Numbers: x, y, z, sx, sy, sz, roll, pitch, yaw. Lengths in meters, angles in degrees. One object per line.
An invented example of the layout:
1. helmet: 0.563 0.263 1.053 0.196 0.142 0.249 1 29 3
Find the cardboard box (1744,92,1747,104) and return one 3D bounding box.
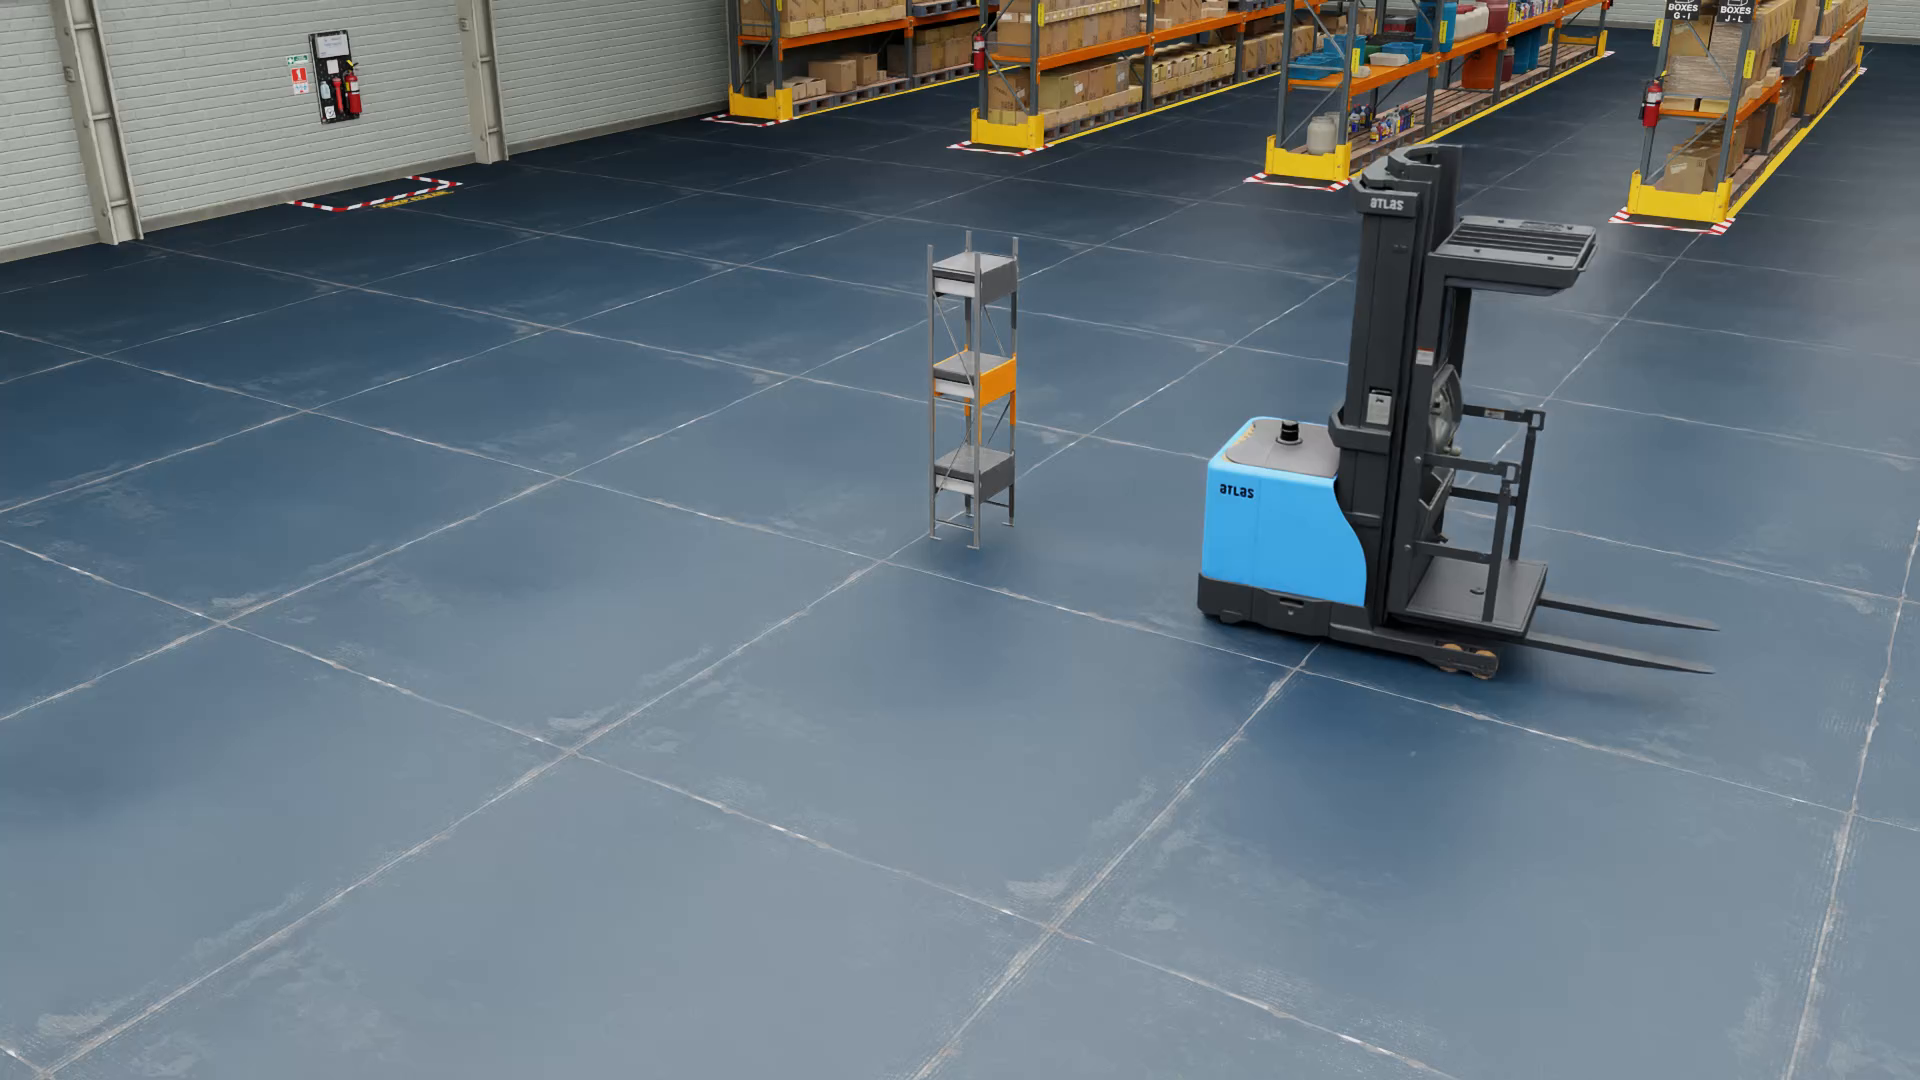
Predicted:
1. cardboard box: 9.927 -5.707 21.475 0.380 0.149 0.250 14 27 29

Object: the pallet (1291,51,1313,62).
1. pallet: 6.686 -10.091 34.795 1.003 0.211 1.213 14 27 29

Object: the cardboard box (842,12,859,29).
1. cardboard box: -2.126 -9.198 29.385 0.500 0.250 0.500 14 27 29

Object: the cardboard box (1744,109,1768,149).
1. cardboard box: 11.620 -6.134 24.736 0.700 0.500 0.500 12 26 25

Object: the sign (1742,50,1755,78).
1. sign: 9.629 -5.810 20.305 0.100 0.325 0.005 14 27 29

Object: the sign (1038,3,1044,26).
1. sign: 1.222 -7.919 25.077 0.100 0.325 0.005 14 27 29

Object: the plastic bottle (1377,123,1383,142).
1. plastic bottle: 6.316 -6.139 25.020 0.061 0.283 0.133 14 27 30

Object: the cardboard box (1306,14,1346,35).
1. cardboard box: 8.070 -11.345 36.769 0.797 0.503 0.637 14 27 29

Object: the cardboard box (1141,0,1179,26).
1. cardboard box: 3.560 -9.433 29.638 0.500 0.500 0.500 16 28 33

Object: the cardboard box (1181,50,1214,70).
1. cardboard box: 4.369 -8.917 30.798 0.500 0.311 0.500 14 27 29

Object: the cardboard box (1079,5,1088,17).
1. cardboard box: 1.821 -8.469 26.596 0.380 0.149 0.250 13 27 28

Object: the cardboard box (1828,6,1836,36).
1. cardboard box: 14.412 -8.727 28.008 0.500 0.500 0.500 13 27 28

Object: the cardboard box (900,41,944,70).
1. cardboard box: -0.743 -9.482 32.470 0.700 0.500 0.500 13 27 28

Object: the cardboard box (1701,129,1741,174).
1. cardboard box: 10.476 -5.374 23.007 0.500 0.500 0.500 11 26 24

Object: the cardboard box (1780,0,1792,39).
1. cardboard box: 11.011 -7.139 22.706 0.500 0.500 0.500 14 27 29

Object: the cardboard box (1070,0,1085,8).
1. cardboard box: 1.577 -8.766 26.466 0.700 0.500 0.500 14 27 29

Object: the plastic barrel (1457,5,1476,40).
1. plastic barrel: 8.376 -8.647 27.778 0.433 0.535 0.433 0 23 0

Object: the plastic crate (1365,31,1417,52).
1. plastic crate: 6.686 -7.736 25.922 0.767 0.338 0.504 14 27 29

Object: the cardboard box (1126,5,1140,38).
1. cardboard box: 2.635 -8.848 28.288 0.700 0.500 0.500 13 27 28

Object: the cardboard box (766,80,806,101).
1. cardboard box: -3.015 -7.823 28.876 0.500 0.311 0.500 11 26 23

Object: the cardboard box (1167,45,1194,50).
1. cardboard box: 4.178 -9.197 31.447 0.500 0.311 0.500 13 27 28

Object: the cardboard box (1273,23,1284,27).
1. cardboard box: 6.621 -10.596 35.044 0.500 0.500 0.500 13 26 27

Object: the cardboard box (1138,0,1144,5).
1. cardboard box: 2.902 -9.160 28.192 0.380 0.149 0.250 14 27 29

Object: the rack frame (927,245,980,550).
1. rack frame: -0.041 -0.937 11.272 0.400 2.100 0.015 14 27 29

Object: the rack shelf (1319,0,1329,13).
1. rack shelf: 8.138 -11.998 36.596 1.077 0.370 4.000 14 27 29

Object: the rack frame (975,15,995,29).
1. rack frame: 0.763 -11.340 34.170 1.000 3.000 0.127 14 27 29

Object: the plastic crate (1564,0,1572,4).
1. plastic crate: 11.974 -10.920 33.043 0.402 0.464 0.583 14 27 29

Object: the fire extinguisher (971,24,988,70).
1. fire extinguisher: 0.297 -7.625 25.686 0.296 0.674 0.183 14 27 29

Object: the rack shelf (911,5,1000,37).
1. rack shelf: -0.292 -10.335 32.754 1.077 0.370 4.000 14 27 29

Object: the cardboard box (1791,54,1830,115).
1. cardboard box: 13.769 -7.673 27.843 1.225 0.875 0.875 12 26 27

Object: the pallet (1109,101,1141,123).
1. pallet: 2.408 -7.414 28.611 1.003 0.211 1.213 14 27 29

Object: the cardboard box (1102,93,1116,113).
1. cardboard box: 2.281 -7.344 27.870 0.500 0.250 0.500 14 27 29

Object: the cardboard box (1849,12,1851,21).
1. cardboard box: 16.075 -9.580 30.420 0.380 0.149 0.250 13 27 27

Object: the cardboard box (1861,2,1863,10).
1. cardboard box: 17.162 -10.277 32.030 0.380 0.149 0.250 13 27 28

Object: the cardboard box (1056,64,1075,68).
1. cardboard box: 1.563 -7.631 27.590 0.500 0.500 0.500 14 27 29

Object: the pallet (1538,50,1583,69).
1. pallet: 12.287 -10.004 34.594 1.003 0.211 1.213 14 27 29

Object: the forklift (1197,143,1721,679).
1. forklift: 3.065 -0.763 9.824 3.031 2.935 1.130 11 26 23

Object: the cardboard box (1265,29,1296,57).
1. cardboard box: 6.534 -10.148 34.007 0.500 0.500 0.500 14 27 30

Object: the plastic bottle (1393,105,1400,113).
1. plastic bottle: 6.852 -6.653 26.123 0.144 0.351 0.185 14 27 29

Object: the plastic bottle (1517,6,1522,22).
1. plastic bottle: 10.158 -9.559 30.201 0.061 0.283 0.133 14 27 29

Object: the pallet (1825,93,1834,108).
1. pallet: 15.154 -8.020 30.011 1.003 0.211 1.213 14 27 29

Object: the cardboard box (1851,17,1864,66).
1. cardboard box: 17.338 -9.911 33.015 0.875 0.875 0.875 14 27 29

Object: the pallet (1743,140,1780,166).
1. pallet: 11.687 -5.860 25.020 1.003 0.211 1.213 14 27 29

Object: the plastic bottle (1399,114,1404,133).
1. plastic bottle: 6.823 -6.463 25.770 0.061 0.283 0.133 16 28 32

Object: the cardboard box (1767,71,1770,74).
1. cardboard box: 11.091 -6.473 23.242 0.380 0.149 0.250 14 27 29

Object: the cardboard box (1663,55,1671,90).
1. cardboard box: 9.643 -6.082 21.524 0.875 0.500 0.500 14 27 29

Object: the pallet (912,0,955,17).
1. pallet: -0.820 -10.130 31.615 1.003 0.211 1.213 14 27 29

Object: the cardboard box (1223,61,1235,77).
1. cardboard box: 4.903 -9.006 31.710 0.500 0.250 0.500 15 27 30

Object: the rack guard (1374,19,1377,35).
1. rack guard: 9.153 -11.831 38.450 1.175 0.500 0.348 14 27 29

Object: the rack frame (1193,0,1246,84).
1. rack frame: 4.973 -10.304 31.775 1.000 3.000 0.127 14 27 29

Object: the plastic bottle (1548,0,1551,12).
1. plastic bottle: 11.273 -10.272 31.850 0.061 0.283 0.133 14 27 29

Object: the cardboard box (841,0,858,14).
1. cardboard box: -2.140 -9.537 29.225 0.500 0.500 0.500 15 27 31

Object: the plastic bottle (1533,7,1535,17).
1. plastic bottle: 10.666 -9.860 31.001 0.097 0.201 0.097 0 23 0

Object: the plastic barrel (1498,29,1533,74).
1. plastic barrel: 10.615 -9.425 31.858 0.600 0.901 0.708 14 27 29

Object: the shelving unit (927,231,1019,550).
1. shelving unit: 0.087 -1.019 11.462 0.431 2.100 0.503 14 27 29

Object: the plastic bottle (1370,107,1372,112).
1. plastic bottle: 6.473 -6.717 26.355 0.061 0.283 0.133 14 27 29
